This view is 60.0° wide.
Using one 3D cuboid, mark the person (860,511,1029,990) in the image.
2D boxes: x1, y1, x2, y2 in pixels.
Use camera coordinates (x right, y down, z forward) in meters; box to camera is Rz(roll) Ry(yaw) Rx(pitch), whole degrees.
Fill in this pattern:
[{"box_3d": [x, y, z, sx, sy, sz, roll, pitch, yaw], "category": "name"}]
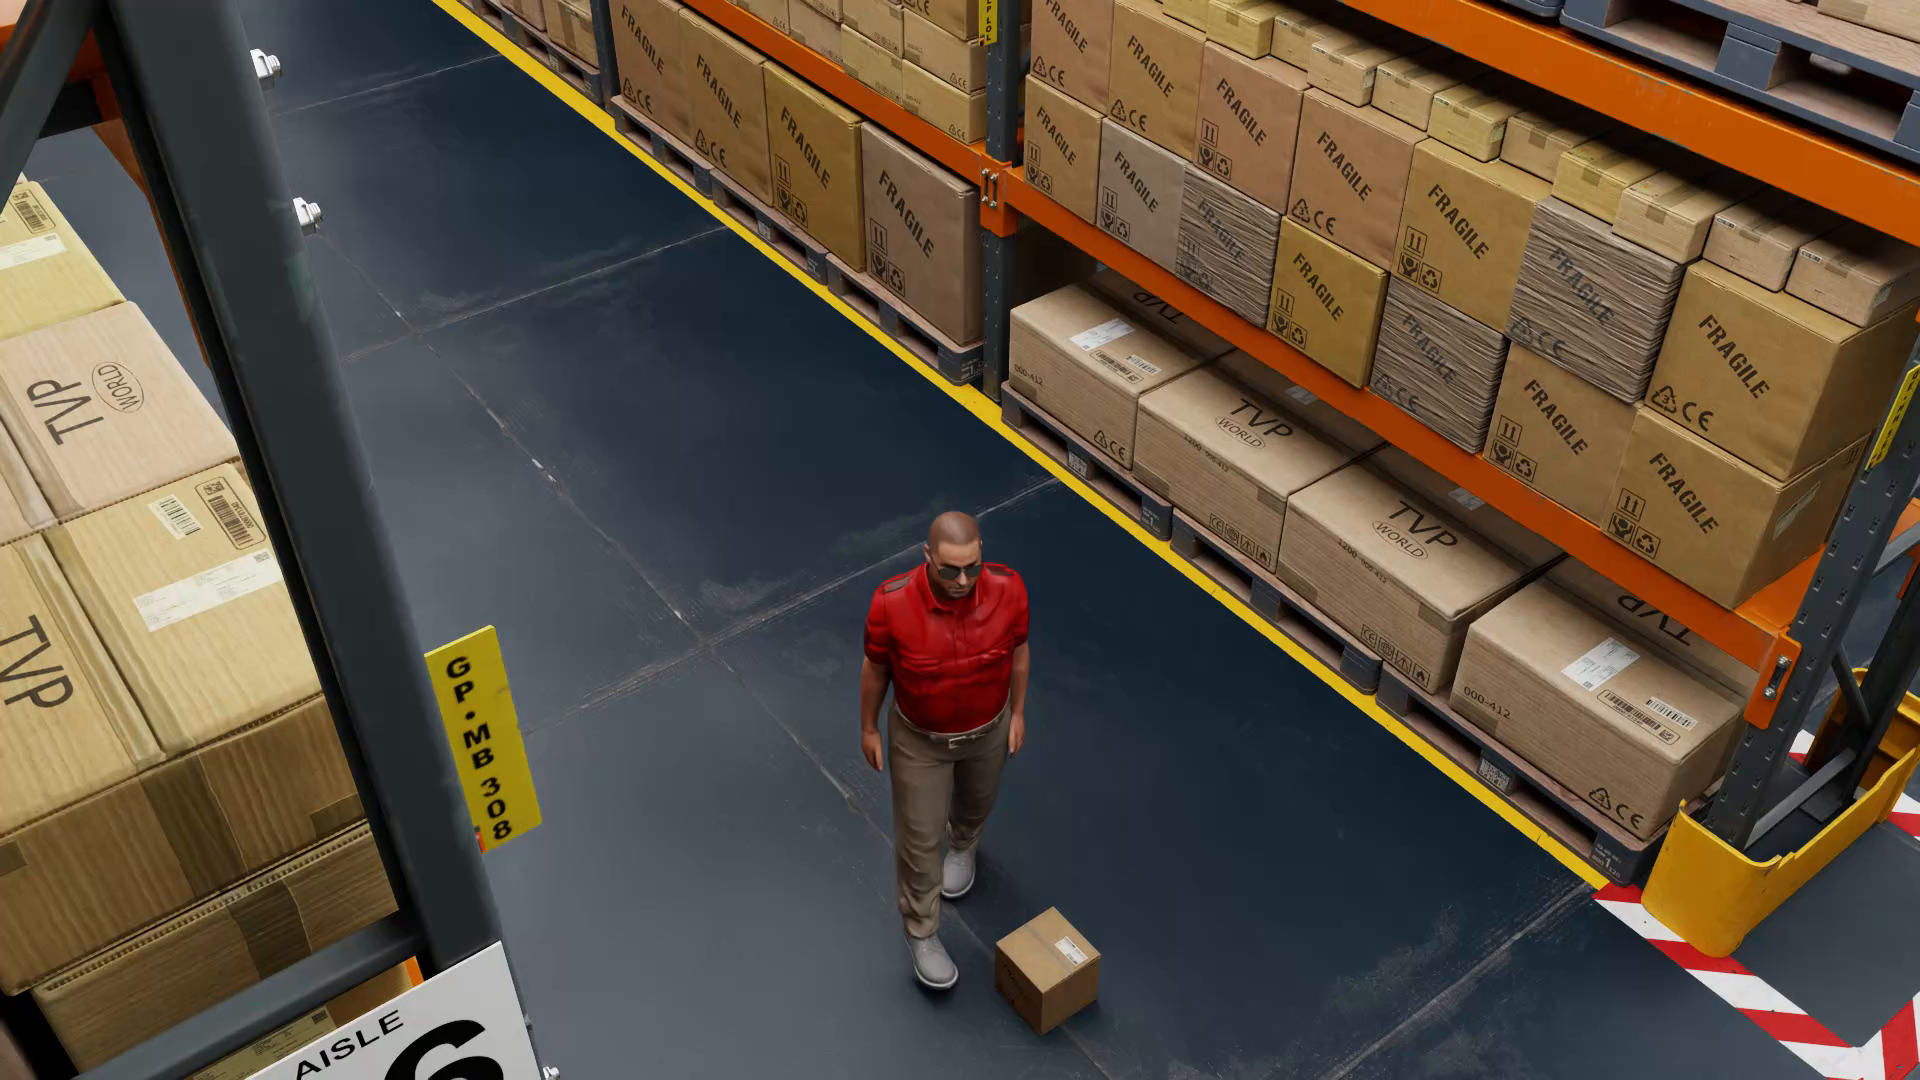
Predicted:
[{"box_3d": [-0.014, 0.670, 5.363, 0.566, 1.714, 0.700, -10, 41, -11], "category": "person"}]
